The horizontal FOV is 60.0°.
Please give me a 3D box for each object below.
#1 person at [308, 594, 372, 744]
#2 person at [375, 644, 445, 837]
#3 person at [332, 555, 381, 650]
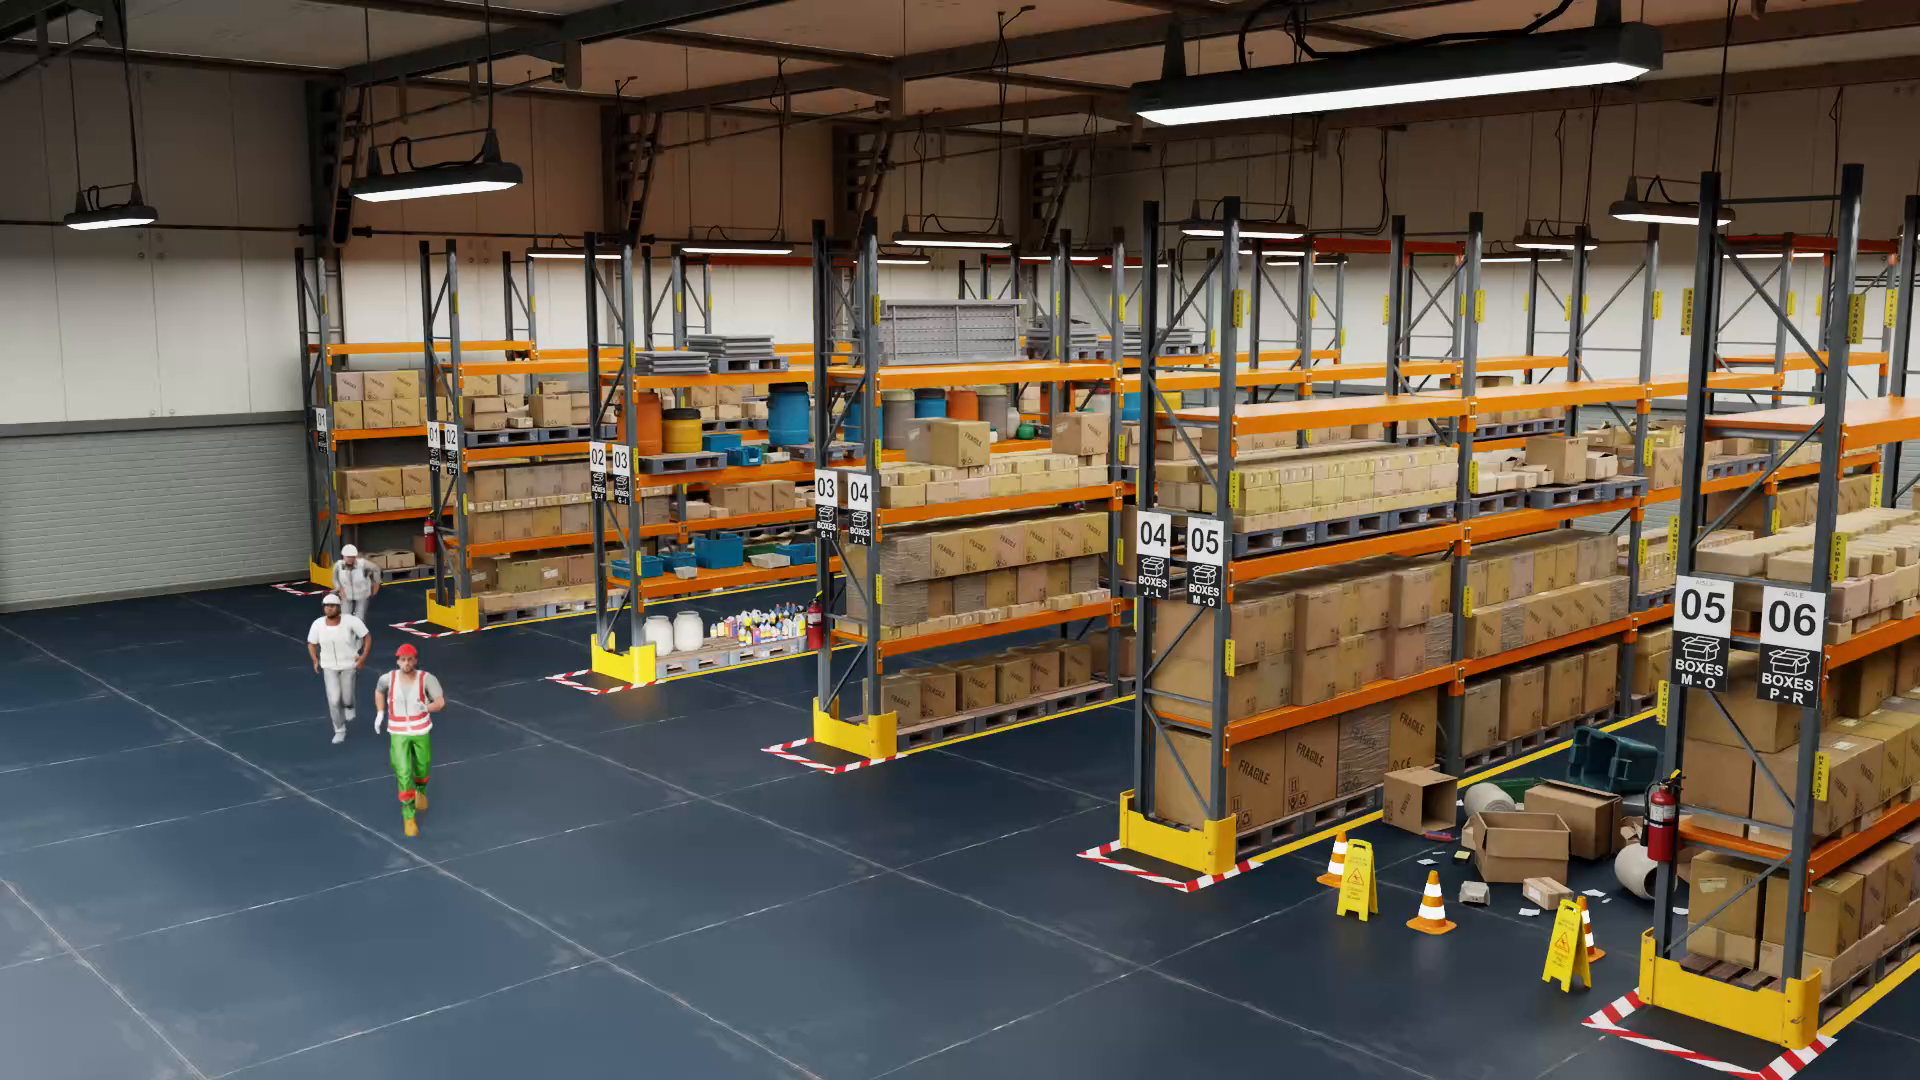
[{"bbox_3d":[-7.260,1.474,19.503,0.707,1.752,0.644,-1,8,-9],"label":"person"},{"bbox_3d":[-5.359,1.880,16.226,0.660,1.791,0.983,-3,9,-17],"label":"person"},{"bbox_3d":[-8.814,0.851,24.323,0.665,1.568,0.848,-2,9,-12],"label":"person"}]
